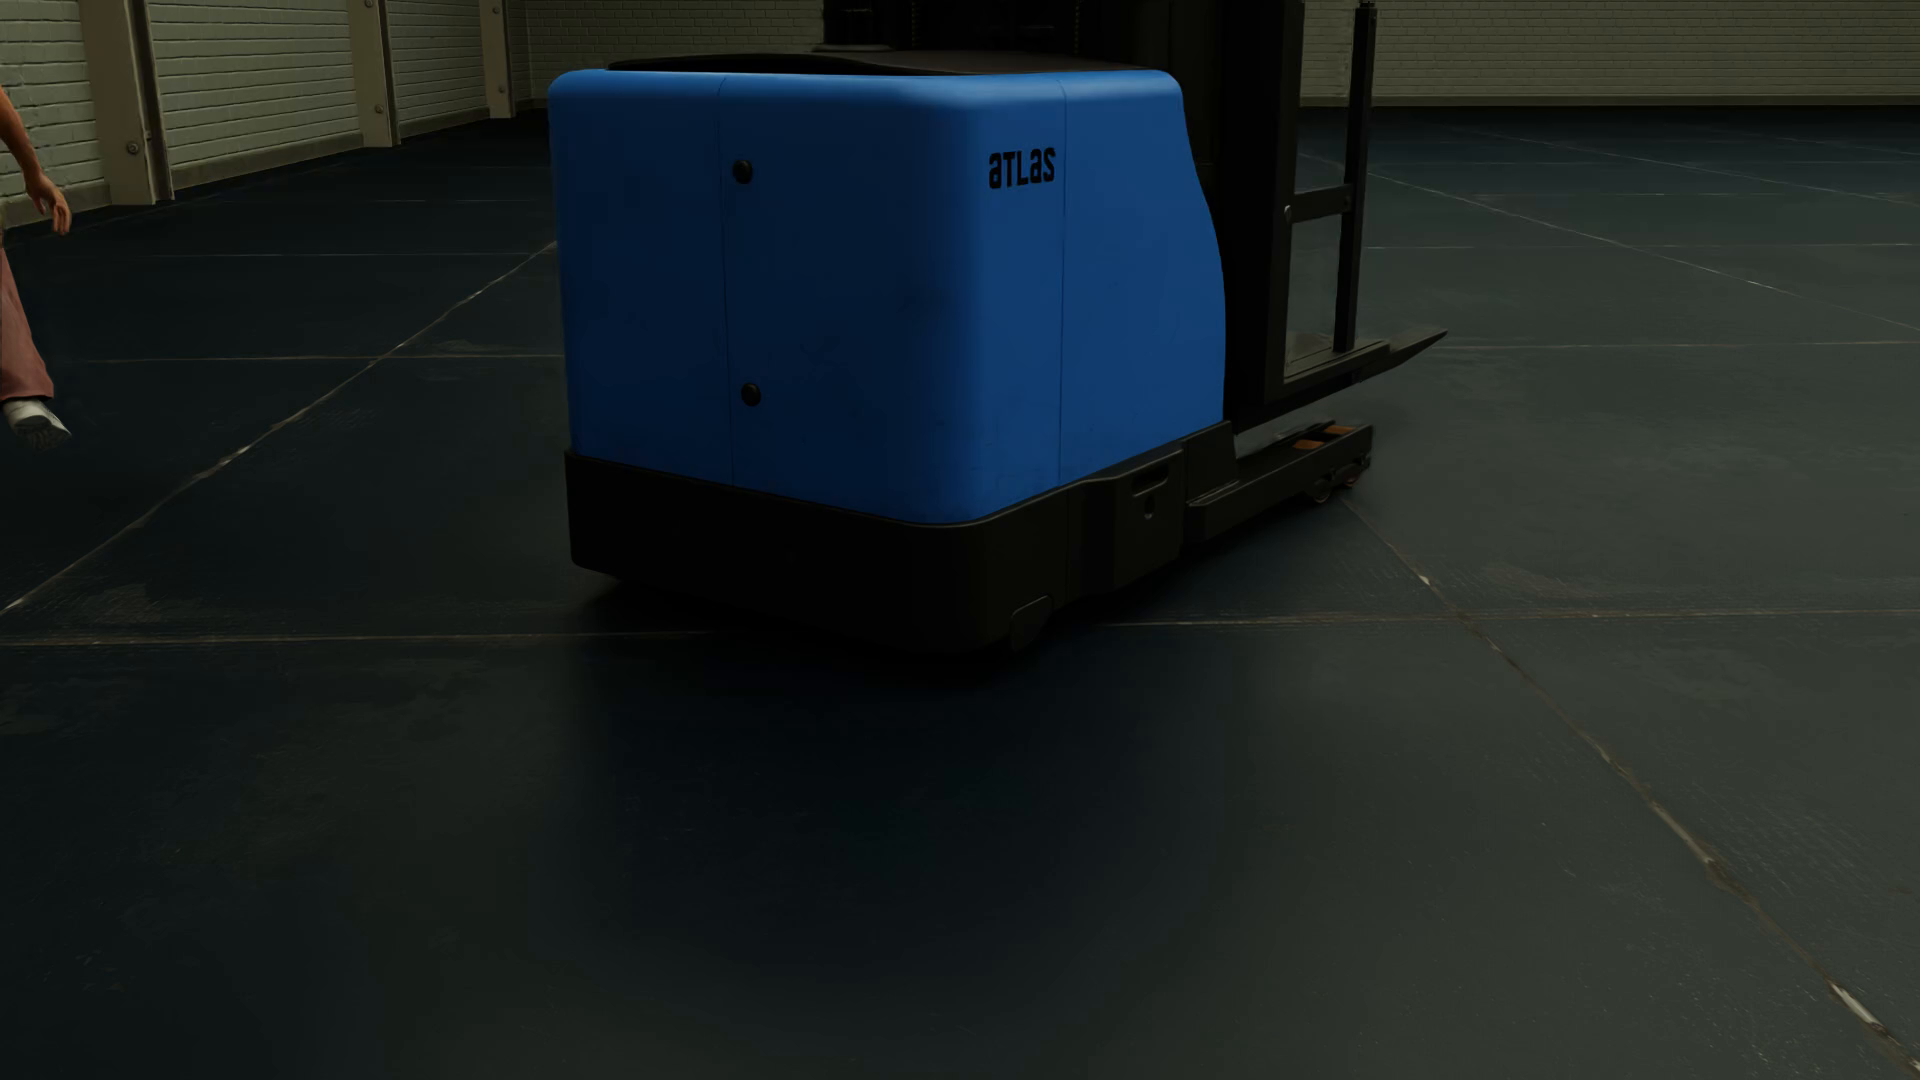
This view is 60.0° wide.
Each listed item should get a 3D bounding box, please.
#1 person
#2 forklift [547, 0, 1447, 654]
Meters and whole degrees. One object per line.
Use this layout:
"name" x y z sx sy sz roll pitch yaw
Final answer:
"person" -2.504 -0.766 3.895 0.718 1.413 0.596 -10 20 -31
"forklift" 0.432 -1.564 4.021 1.130 2.935 3.031 12 21 33
